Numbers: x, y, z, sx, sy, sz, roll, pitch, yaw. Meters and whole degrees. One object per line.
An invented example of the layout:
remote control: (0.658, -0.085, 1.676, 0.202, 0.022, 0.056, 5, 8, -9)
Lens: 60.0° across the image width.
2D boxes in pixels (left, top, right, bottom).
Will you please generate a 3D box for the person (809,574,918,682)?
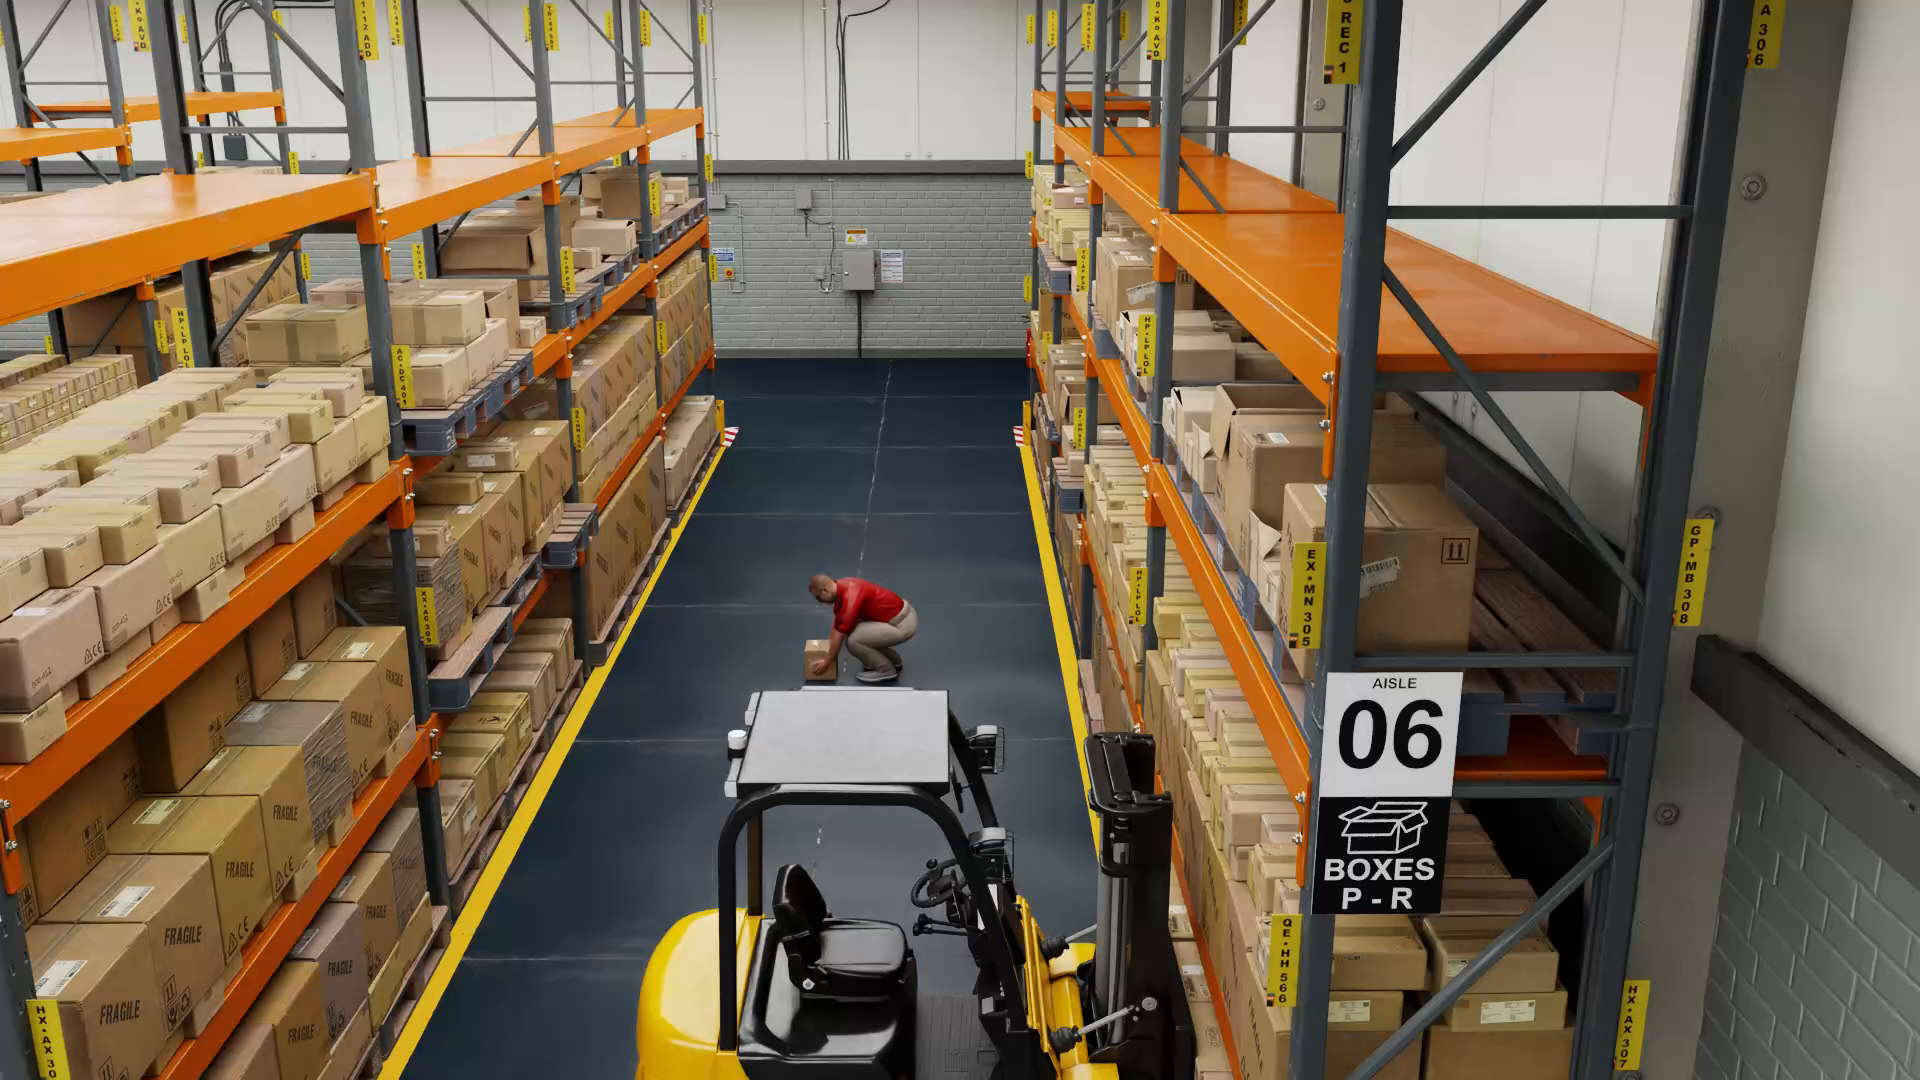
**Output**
person: (-0.771, 0.675, 13.339, 0.871, 0.876, 0.562, 0, 17, -1)
